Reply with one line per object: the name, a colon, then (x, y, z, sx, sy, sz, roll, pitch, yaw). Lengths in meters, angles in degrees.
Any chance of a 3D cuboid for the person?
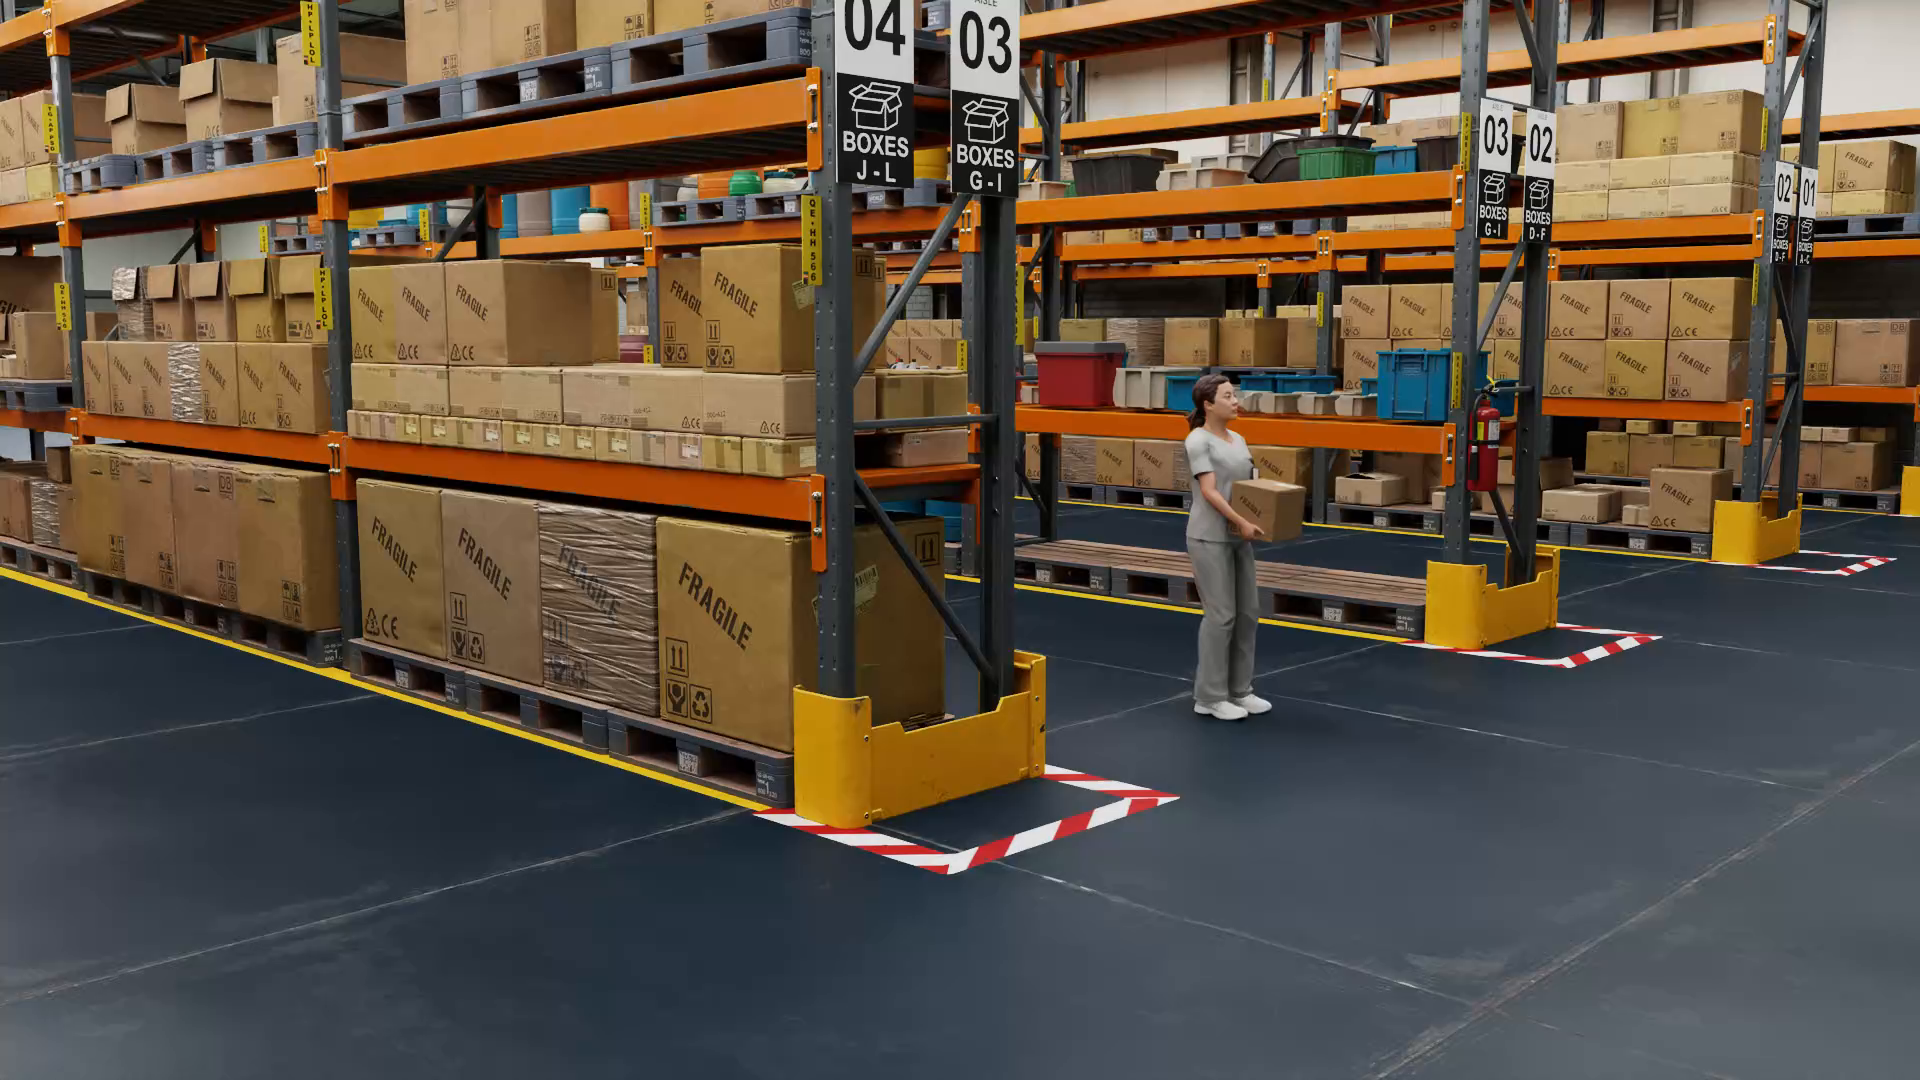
person: (1.329, 0.025, 8.112, 0.561, 1.662, 0.437, 7, 10, 44)
